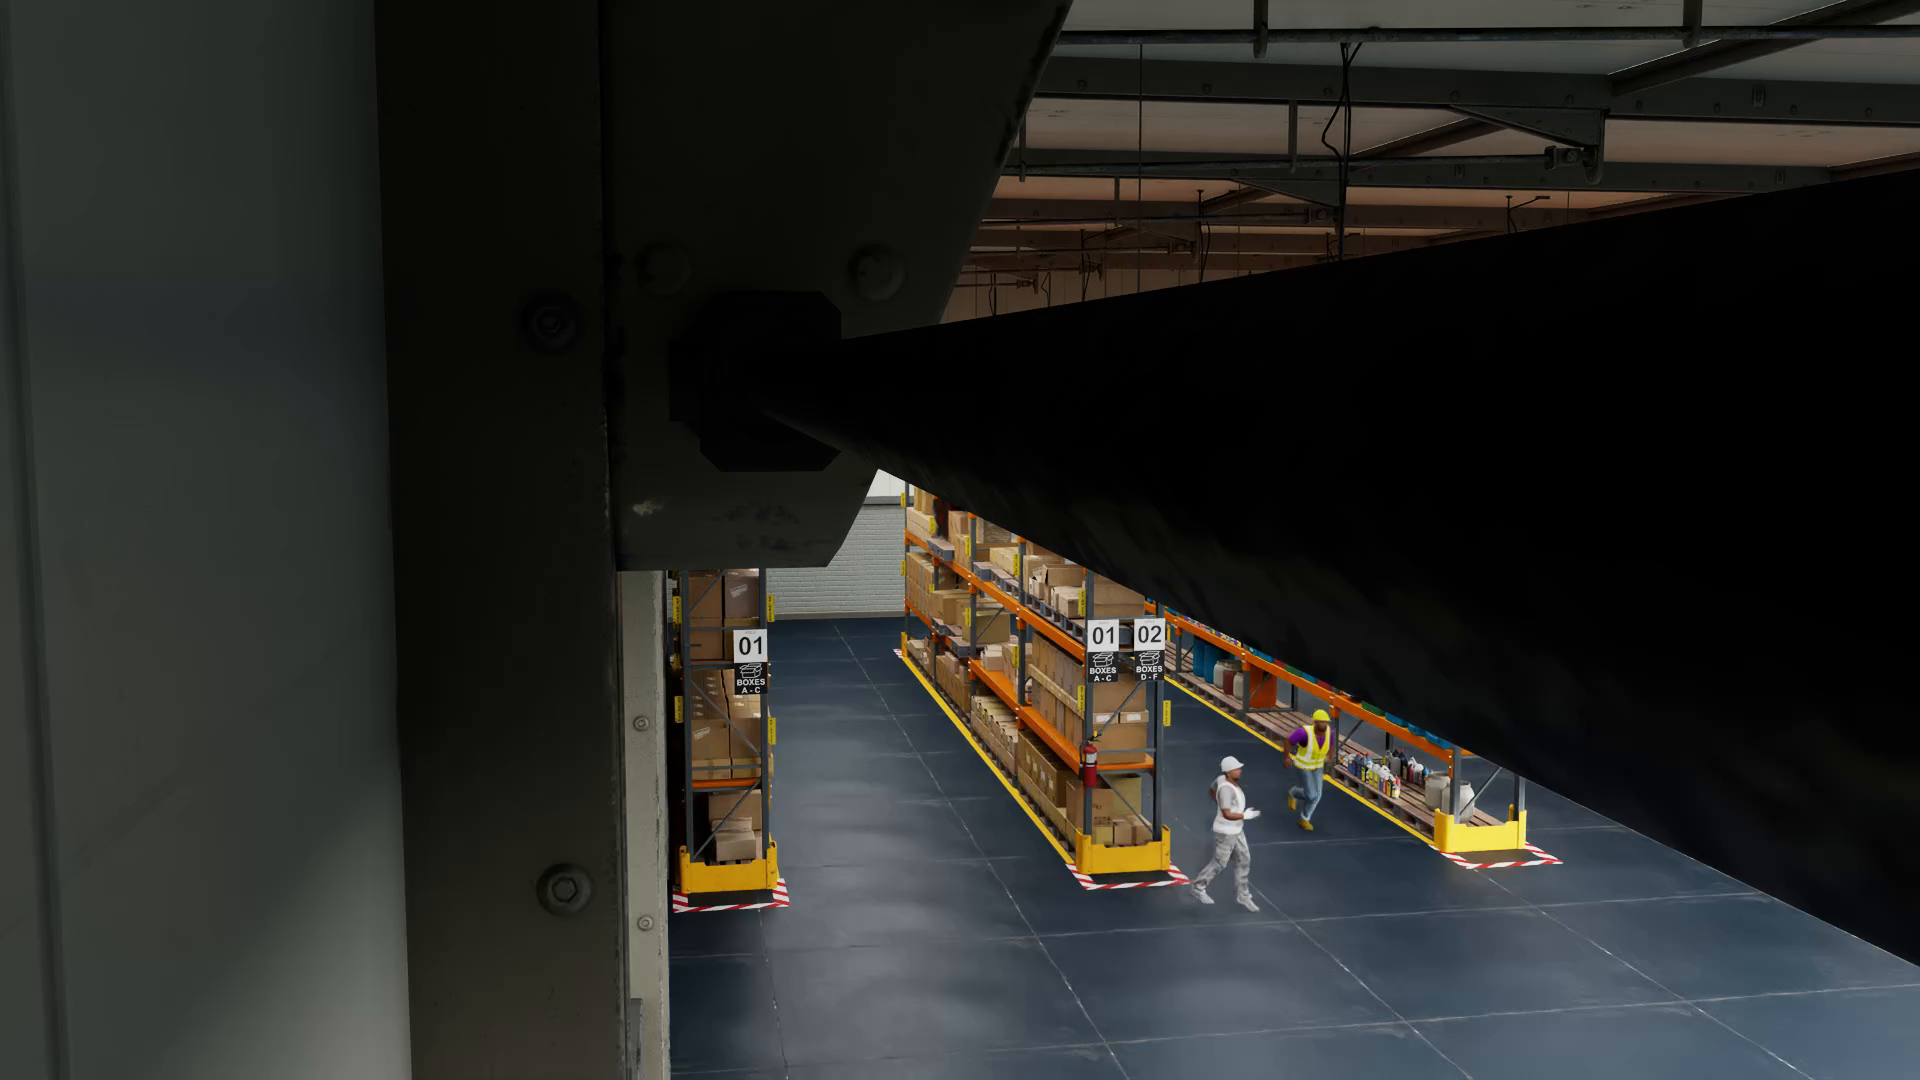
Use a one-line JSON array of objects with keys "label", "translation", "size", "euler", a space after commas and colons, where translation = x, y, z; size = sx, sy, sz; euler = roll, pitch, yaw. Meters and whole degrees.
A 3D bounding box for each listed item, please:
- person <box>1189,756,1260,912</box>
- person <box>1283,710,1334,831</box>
[{"label": "person", "translation": [3.100, 3.435, 19.406], "size": [0.821, 1.855, 0.695], "euler": [2, 6, 19]}, {"label": "person", "translation": [4.814, 3.138, 22.896], "size": [0.692, 1.688, 0.765], "euler": [-3, 7, -28]}]
